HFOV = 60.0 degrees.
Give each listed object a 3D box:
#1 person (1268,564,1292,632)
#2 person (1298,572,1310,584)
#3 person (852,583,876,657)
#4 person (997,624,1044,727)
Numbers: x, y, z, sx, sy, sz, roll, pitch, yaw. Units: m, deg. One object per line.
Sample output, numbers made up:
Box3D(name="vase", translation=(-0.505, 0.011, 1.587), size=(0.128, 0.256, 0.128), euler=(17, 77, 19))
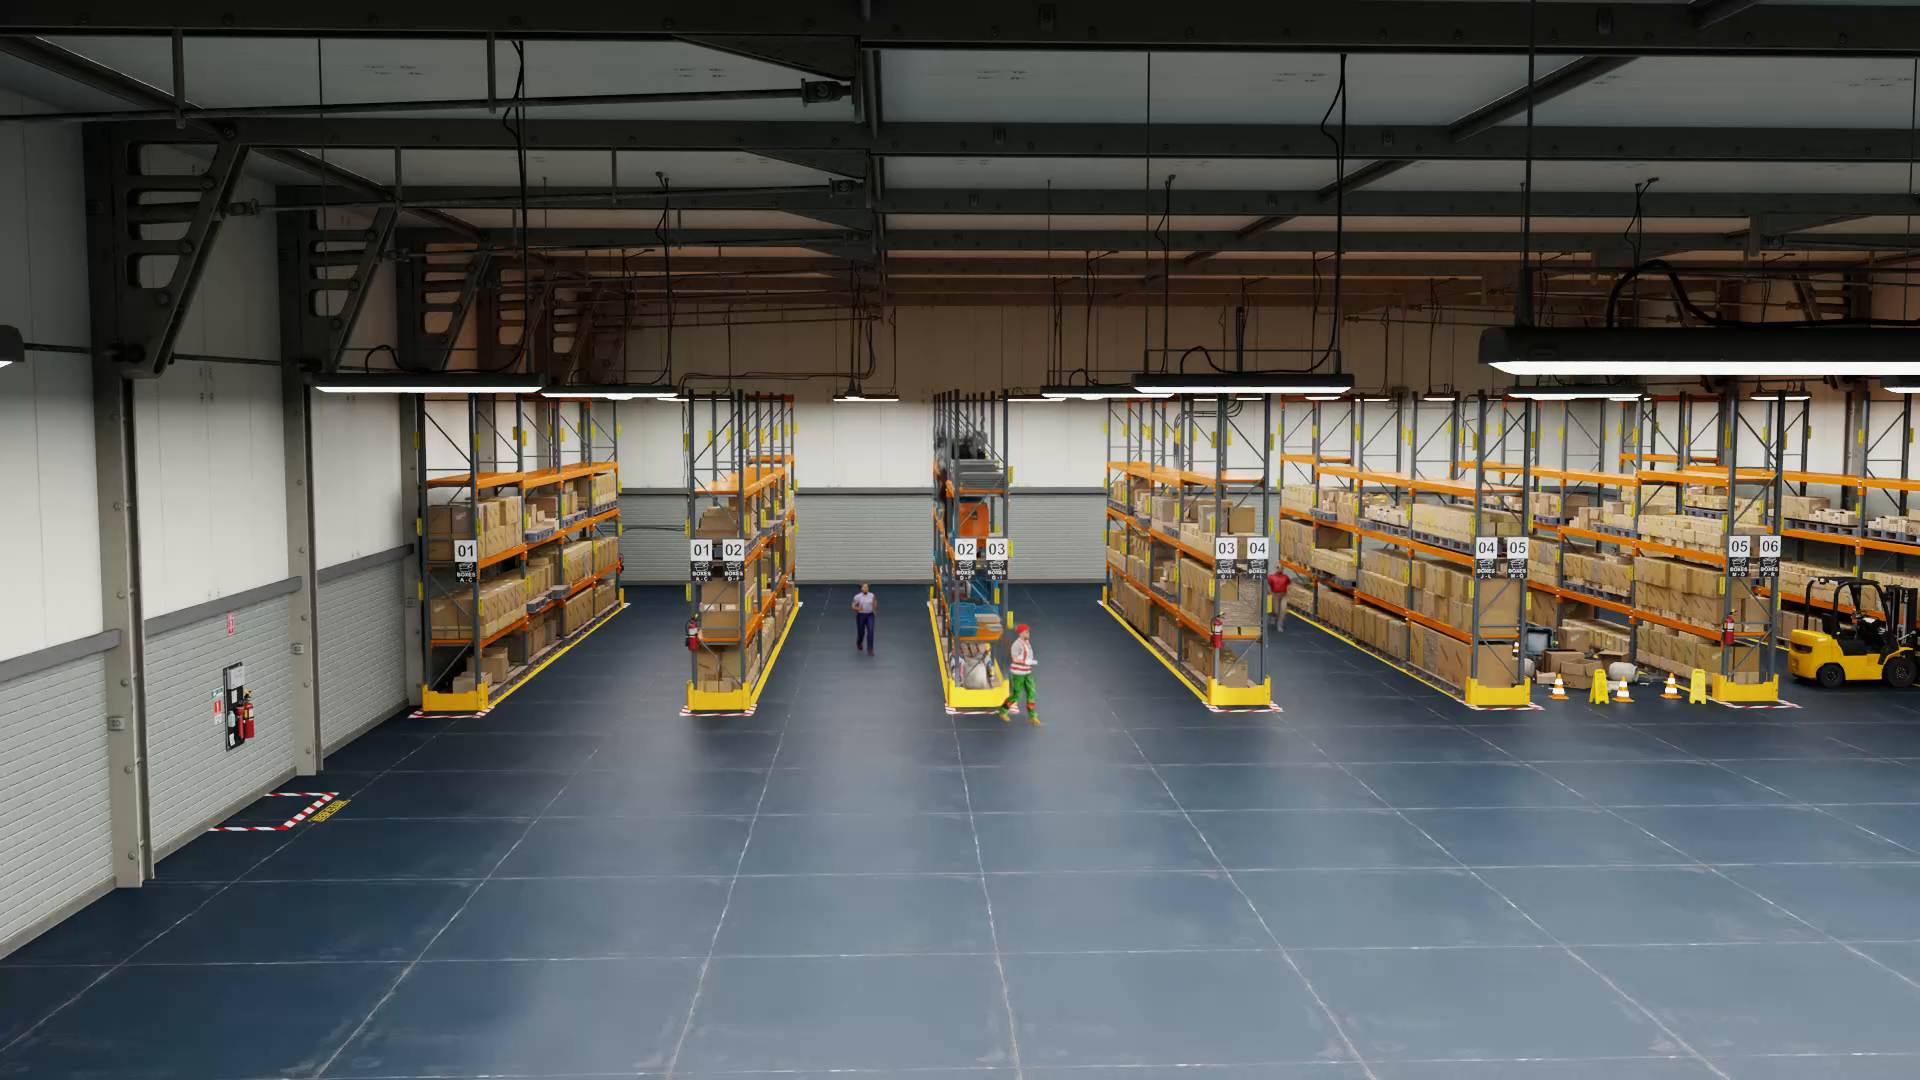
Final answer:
Box3D(name="person", translation=(8.090, 1.458, 42.184), size=(0.671, 1.691, 0.657), euler=(0, 5, -2))
Box3D(name="person", translation=(10.208, 0.829, 49.161), size=(0.752, 1.728, 1.006), euler=(-4, 6, -38))
Box3D(name="person", translation=(-2.164, 1.796, 37.945), size=(0.606, 1.648, 0.924), euler=(-1, 5, -15))
Box3D(name="person", translation=(1.089, 2.401, 29.677), size=(0.864, 1.821, 0.680), euler=(3, 5, 30))
